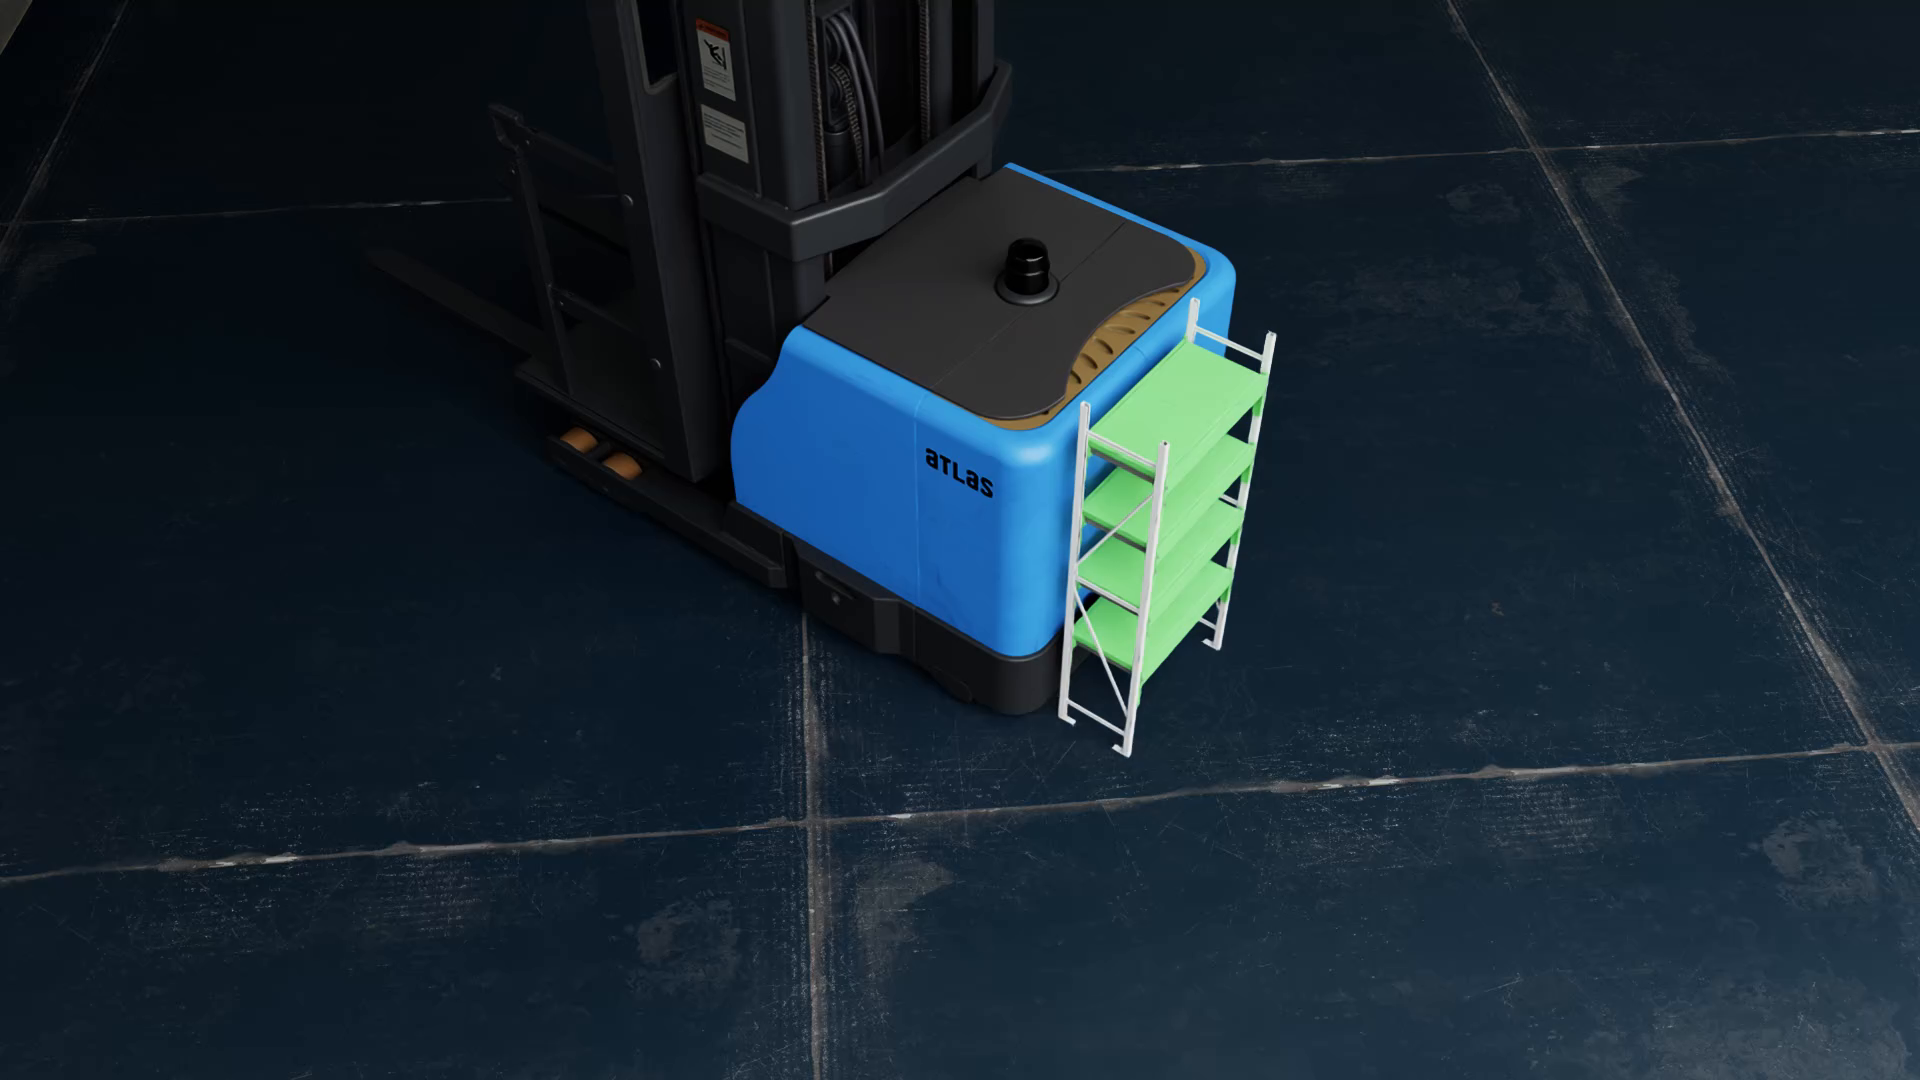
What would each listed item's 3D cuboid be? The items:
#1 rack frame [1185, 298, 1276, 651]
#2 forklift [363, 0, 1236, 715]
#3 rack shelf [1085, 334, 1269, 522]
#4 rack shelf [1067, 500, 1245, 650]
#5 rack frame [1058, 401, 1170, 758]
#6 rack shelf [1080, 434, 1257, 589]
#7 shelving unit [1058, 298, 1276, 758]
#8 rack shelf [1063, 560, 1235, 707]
[{"bbox_3d":[0.676,-0.140,4.556,0.240,1.200,0.015,29,53,25],"label":"rack frame"},{"bbox_3d":[-0.715,-1.402,4.559,3.031,2.935,1.130,29,53,25],"label":"forklift"},{"bbox_3d":[0.528,-0.285,4.120,0.258,0.148,0.480,29,53,25],"label":"rack shelf"},{"bbox_3d":[0.528,0.045,4.469,0.258,0.148,0.480,29,53,25],"label":"rack shelf"},{"bbox_3d":[0.381,0.143,4.288,0.240,1.200,0.015,29,53,25],"label":"rack frame"},{"bbox_3d":[0.528,-0.120,4.294,0.258,0.148,0.480,29,53,25],"label":"rack shelf"},{"bbox_3d":[0.528,0.002,4.422,0.258,1.200,0.503,29,53,25],"label":"shelving unit"},{"bbox_3d":[0.528,0.211,4.643,0.258,0.148,0.480,29,53,25],"label":"rack shelf"}]
